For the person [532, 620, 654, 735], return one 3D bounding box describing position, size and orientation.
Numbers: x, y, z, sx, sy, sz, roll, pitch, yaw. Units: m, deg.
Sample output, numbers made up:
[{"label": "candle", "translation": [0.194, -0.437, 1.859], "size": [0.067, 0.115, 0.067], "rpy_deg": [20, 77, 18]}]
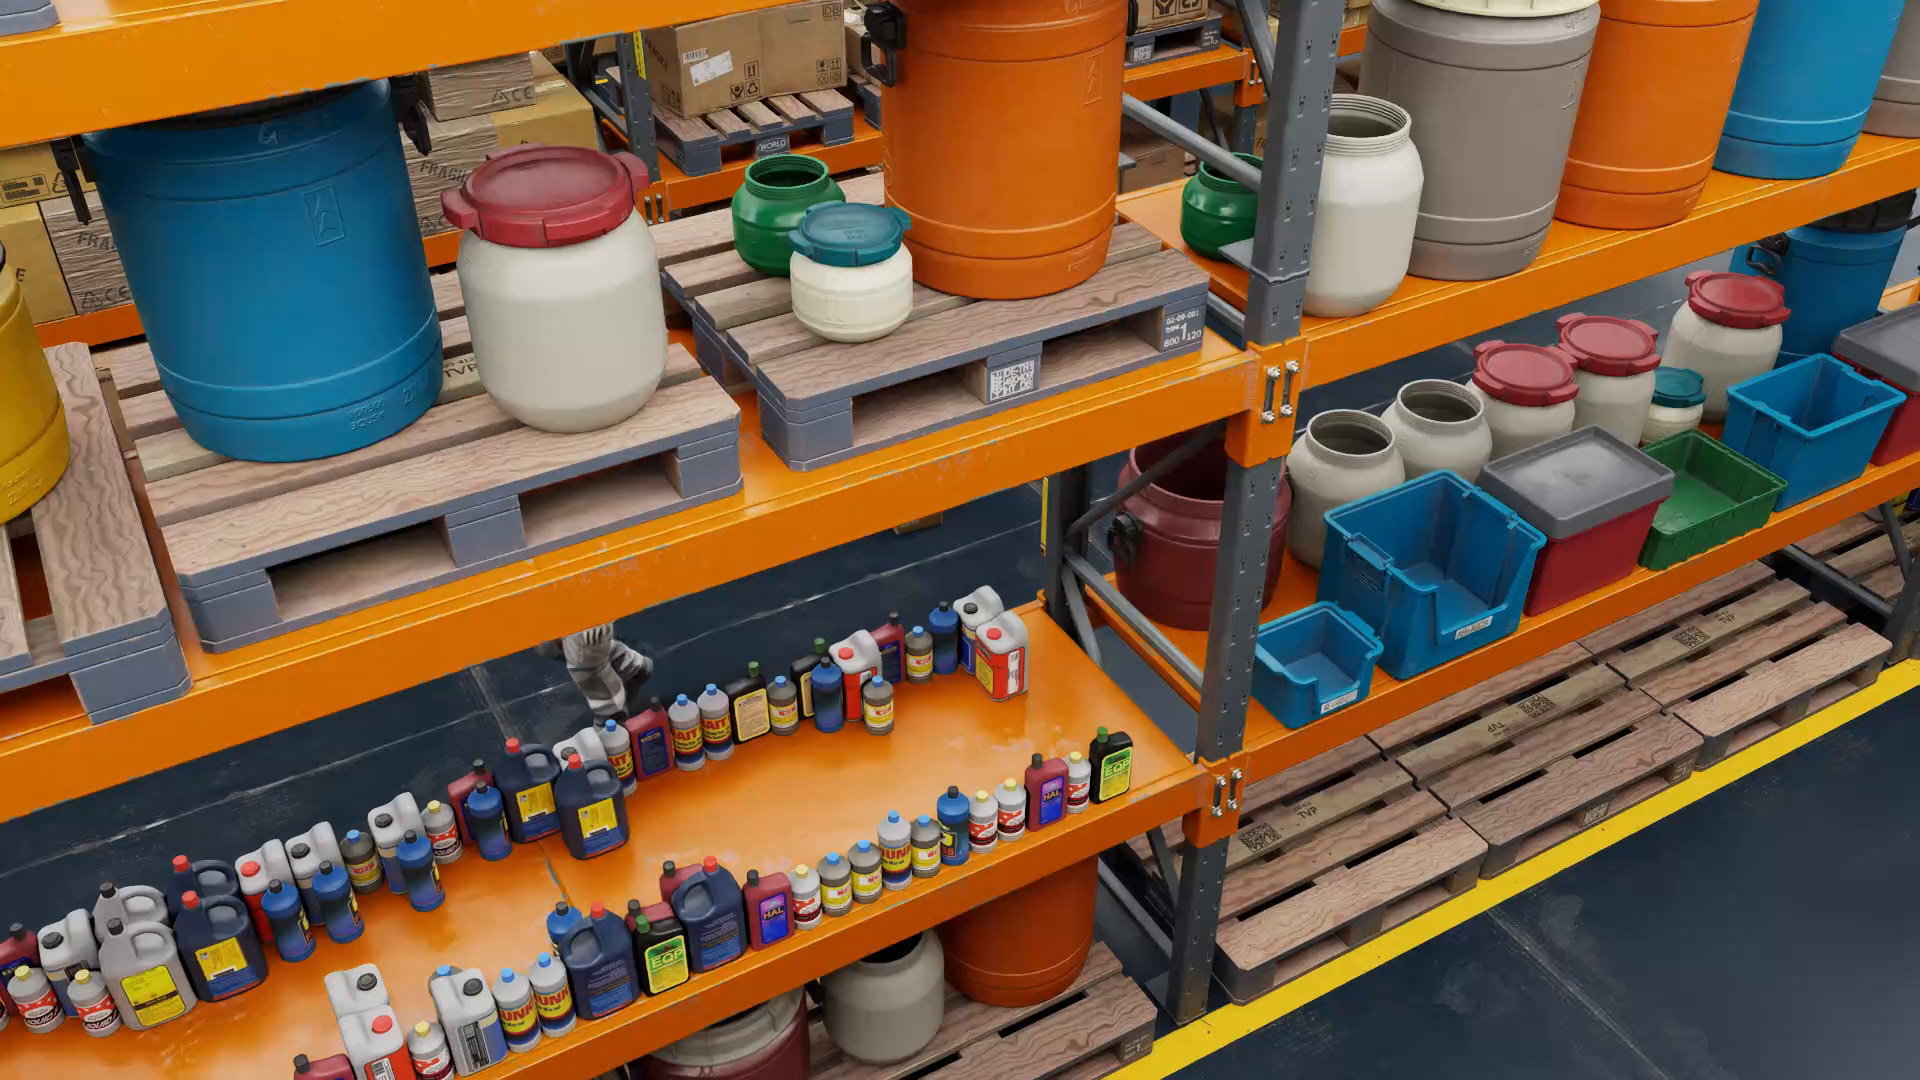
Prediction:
[{"label": "person", "translation": [-1.493, 0.142, 6.675], "size": [0.506, 1.781, 0.533], "rpy_deg": [-21, 41, -26]}]
